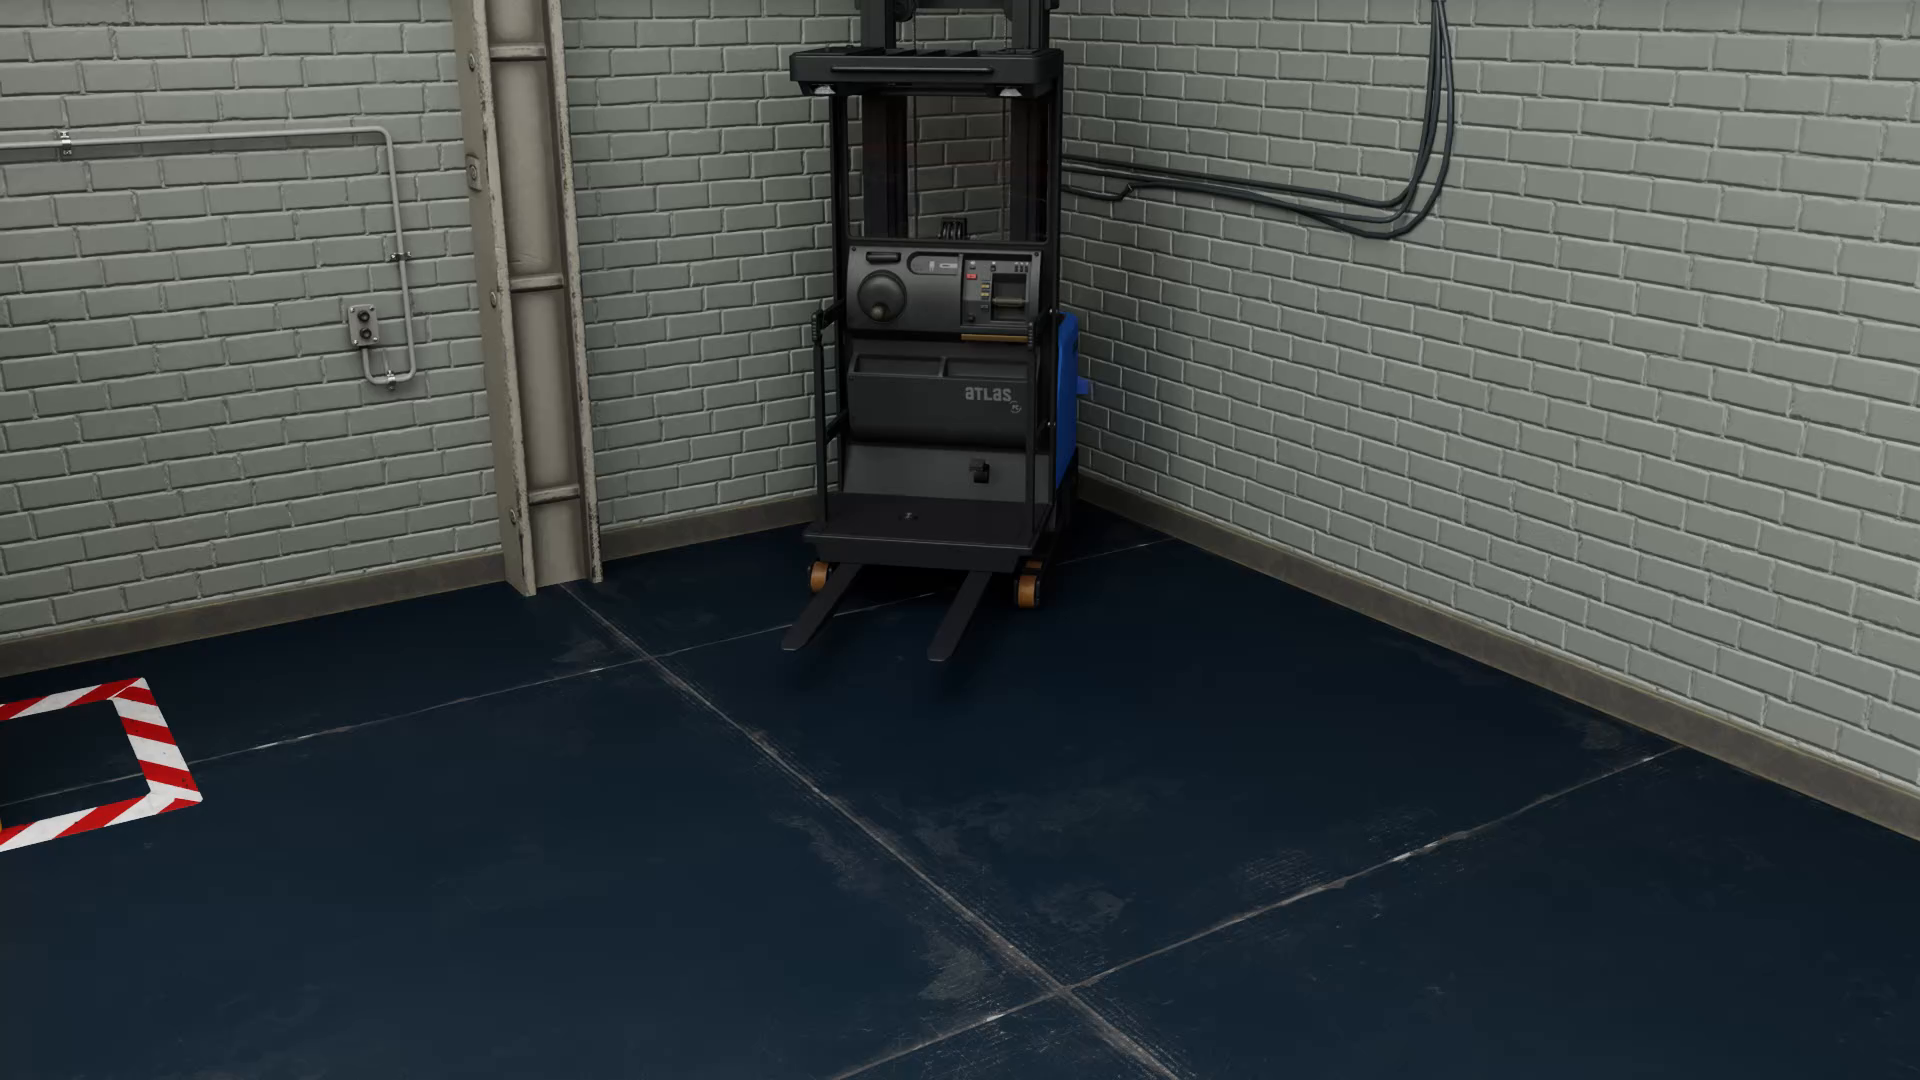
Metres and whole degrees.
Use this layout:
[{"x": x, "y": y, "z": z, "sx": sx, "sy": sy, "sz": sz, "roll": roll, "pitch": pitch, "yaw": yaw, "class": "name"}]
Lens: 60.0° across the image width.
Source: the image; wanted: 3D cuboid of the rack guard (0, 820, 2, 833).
[{"x": -3.754, "y": 0.660, "z": 6.011, "sx": 0.348, "sy": 0.500, "sz": 1.175, "roll": -12, "pitch": 22, "yaw": -31, "class": "rack guard"}]

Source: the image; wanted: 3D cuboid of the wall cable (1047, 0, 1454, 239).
[{"x": 1.146, "y": -2.791, "z": 7.799, "sx": 0.112, "sy": 2.526, "sz": 3.097, "roll": -12, "pitch": 22, "yaw": -31, "class": "wall cable"}]

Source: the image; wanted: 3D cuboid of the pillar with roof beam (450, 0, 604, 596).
[{"x": 0.373, "y": -2.917, "z": 3.323, "sx": 0.400, "sy": 9.000, "sz": 9.100, "roll": -12, "pitch": 22, "yaw": -31, "class": "pillar with roof beam"}]

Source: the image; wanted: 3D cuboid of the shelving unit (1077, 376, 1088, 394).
[{"x": 0.335, "y": -1.104, "z": 9.495, "sx": 1.048, "sy": 1.500, "sz": 0.538, "roll": 5, "pitch": 23, "yaw": 11, "class": "shelving unit"}]

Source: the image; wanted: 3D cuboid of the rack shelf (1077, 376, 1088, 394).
[{"x": 0.335, "y": -0.937, "z": 9.562, "sx": 1.000, "sy": 0.185, "sz": 0.538, "roll": 5, "pitch": 23, "yaw": 11, "class": "rack shelf"}]

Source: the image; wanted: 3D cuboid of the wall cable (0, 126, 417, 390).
[{"x": -3.225, "y": -1.480, "z": 6.851, "sx": 1.851, "sy": 1.984, "sz": 0.084, "roll": -12, "pitch": 22, "yaw": -31, "class": "wall cable"}]

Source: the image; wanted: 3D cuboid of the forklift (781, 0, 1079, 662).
[{"x": -0.116, "y": -1.191, "z": 7.692, "sx": 1.130, "sy": 2.935, "sz": 3.031, "roll": 3, "pitch": 19, "yaw": 10, "class": "forklift"}]
